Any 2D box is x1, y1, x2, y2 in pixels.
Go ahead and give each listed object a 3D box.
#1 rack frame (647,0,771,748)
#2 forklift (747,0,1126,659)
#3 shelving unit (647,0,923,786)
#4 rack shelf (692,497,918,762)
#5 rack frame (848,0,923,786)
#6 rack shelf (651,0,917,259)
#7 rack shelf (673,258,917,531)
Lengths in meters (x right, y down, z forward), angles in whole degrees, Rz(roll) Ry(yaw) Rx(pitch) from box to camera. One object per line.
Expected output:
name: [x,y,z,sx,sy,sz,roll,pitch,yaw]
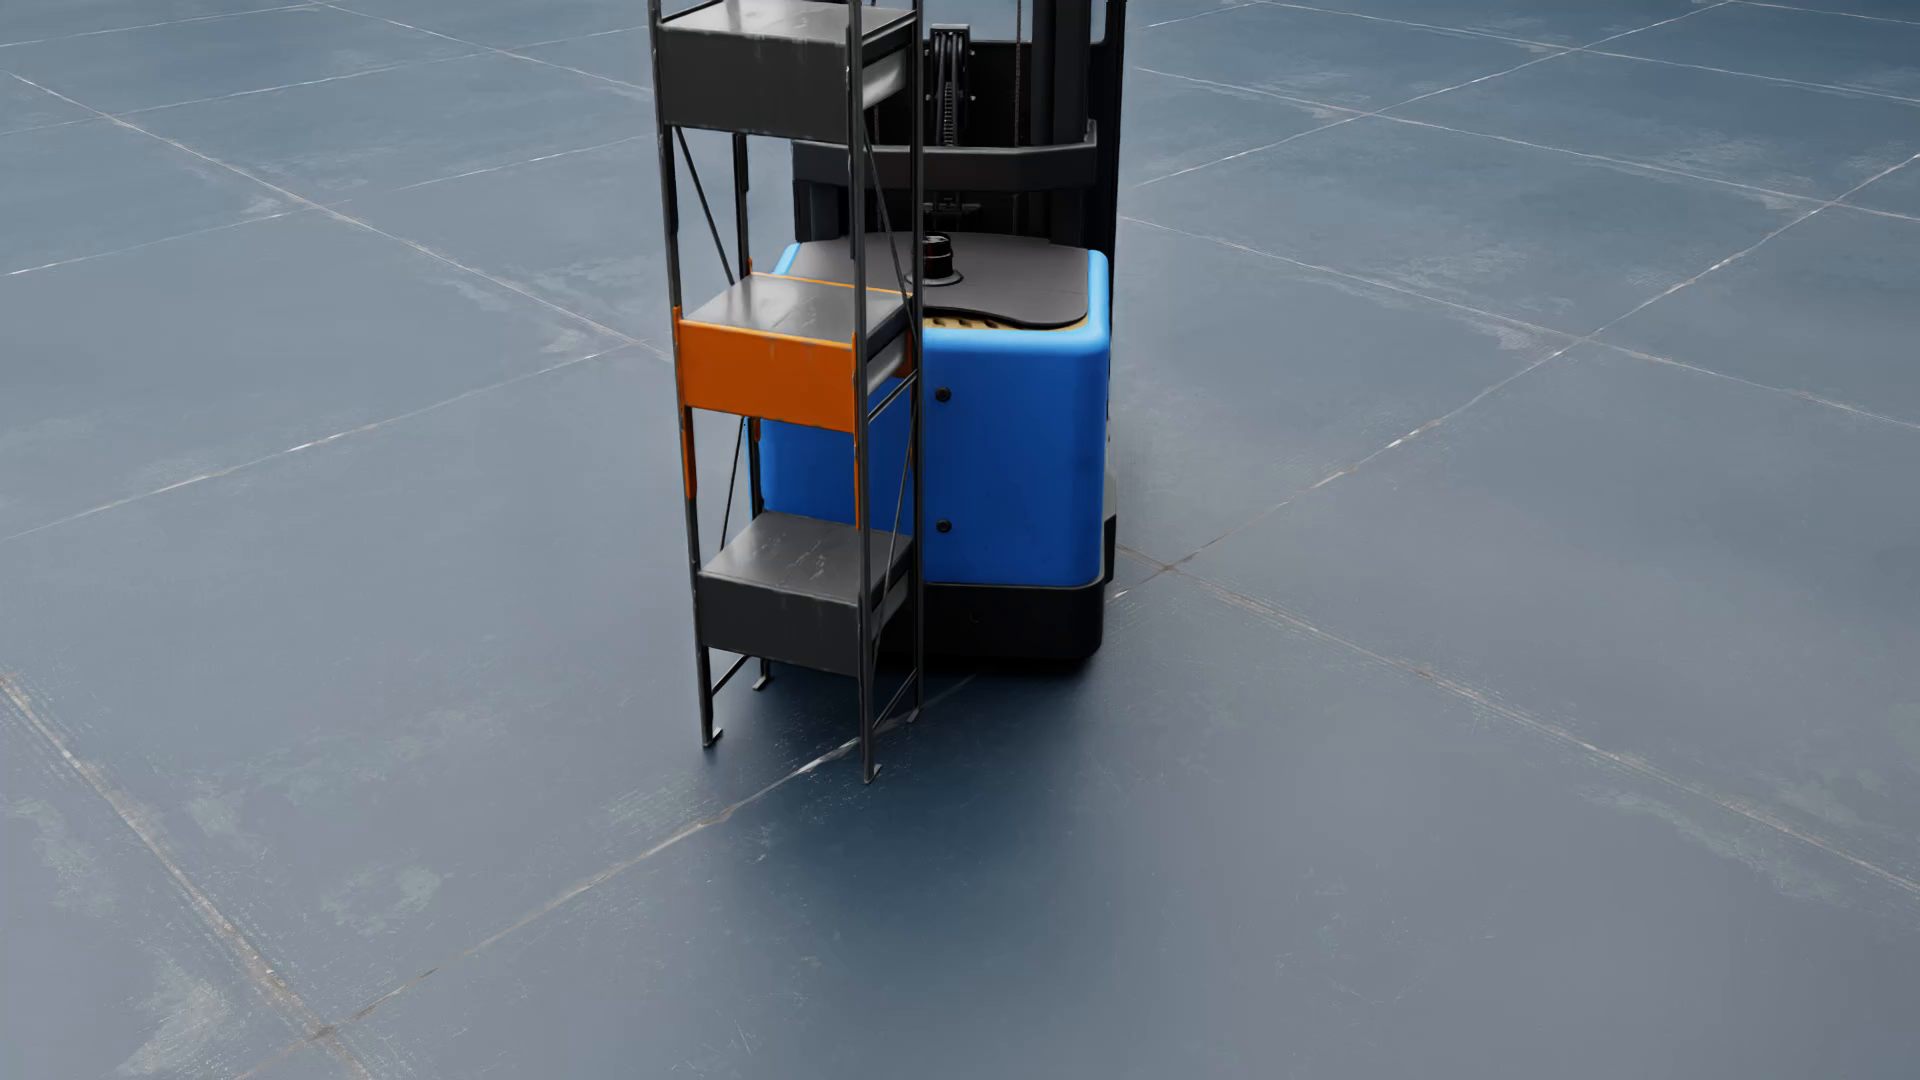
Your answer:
rack frame: [-0.630,-0.435,4.310,0.015,2.100,0.400,10,29,17]
forklift: [0.002,-1.597,5.637,1.130,2.935,3.031,2,28,4]
shelving unit: [-0.401,-0.394,4.236,0.503,2.100,0.431,10,29,17]
rack shelf: [-0.409,0.237,4.571,0.480,0.518,0.431,10,29,17]
rack frame: [-0.172,-0.352,4.163,0.015,2.100,0.400,10,29,17]
rack shelf: [-0.394,-1.000,3.915,0.480,0.518,0.431,10,29,17]
rack shelf: [-0.401,-0.382,4.243,0.480,0.518,0.431,10,29,17]
